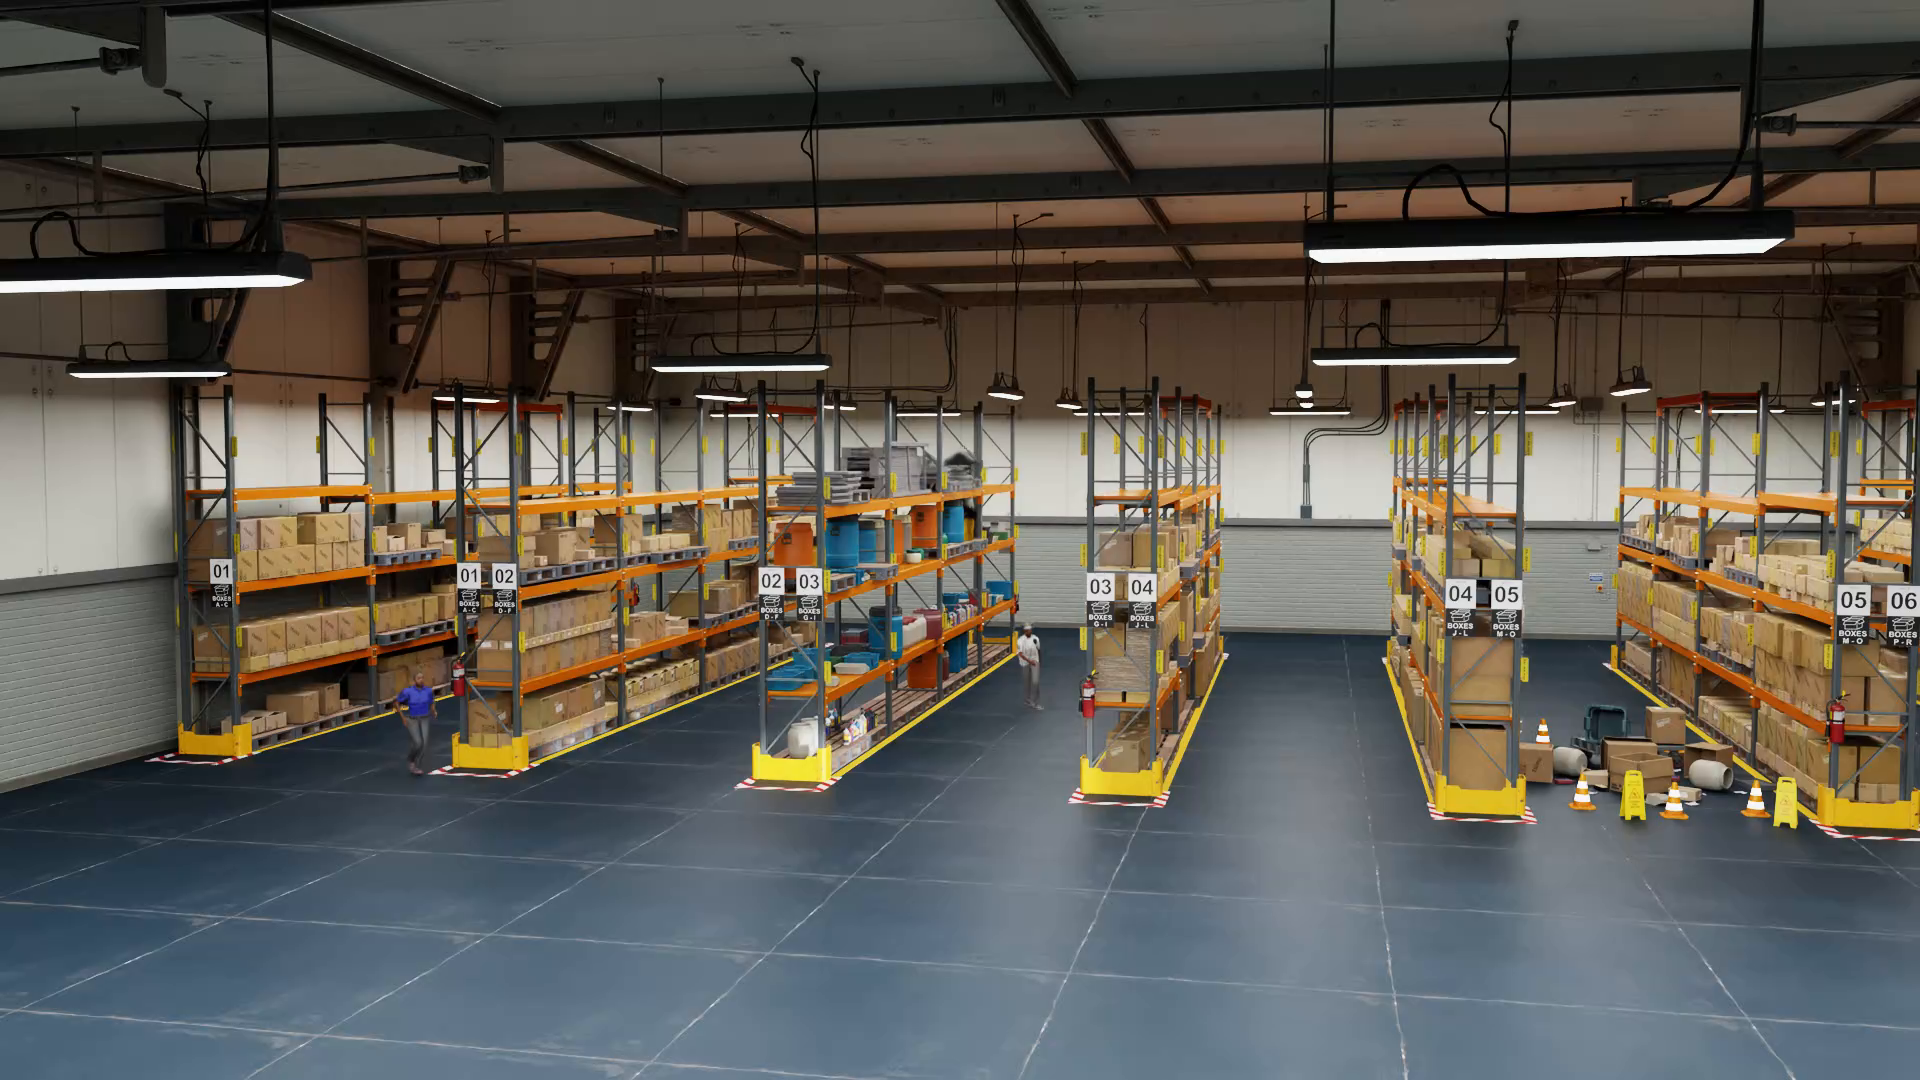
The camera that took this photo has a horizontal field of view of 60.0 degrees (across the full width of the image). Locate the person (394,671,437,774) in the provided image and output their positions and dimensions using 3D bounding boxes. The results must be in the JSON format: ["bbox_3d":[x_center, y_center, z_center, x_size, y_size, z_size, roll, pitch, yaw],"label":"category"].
[{"bbox_3d":[-8.223,2.782,25.244,0.576,1.595,0.628,-3,4,-39],"label":"person"}]

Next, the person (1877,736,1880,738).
[{"bbox_3d":[15.152,2.613,27.789,0.576,1.644,0.903,1,3,9],"label":"person"}]

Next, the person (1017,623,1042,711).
[{"bbox_3d":[1.342,2.410,31.732,0.488,1.703,0.697,0,3,7],"label":"person"}]
